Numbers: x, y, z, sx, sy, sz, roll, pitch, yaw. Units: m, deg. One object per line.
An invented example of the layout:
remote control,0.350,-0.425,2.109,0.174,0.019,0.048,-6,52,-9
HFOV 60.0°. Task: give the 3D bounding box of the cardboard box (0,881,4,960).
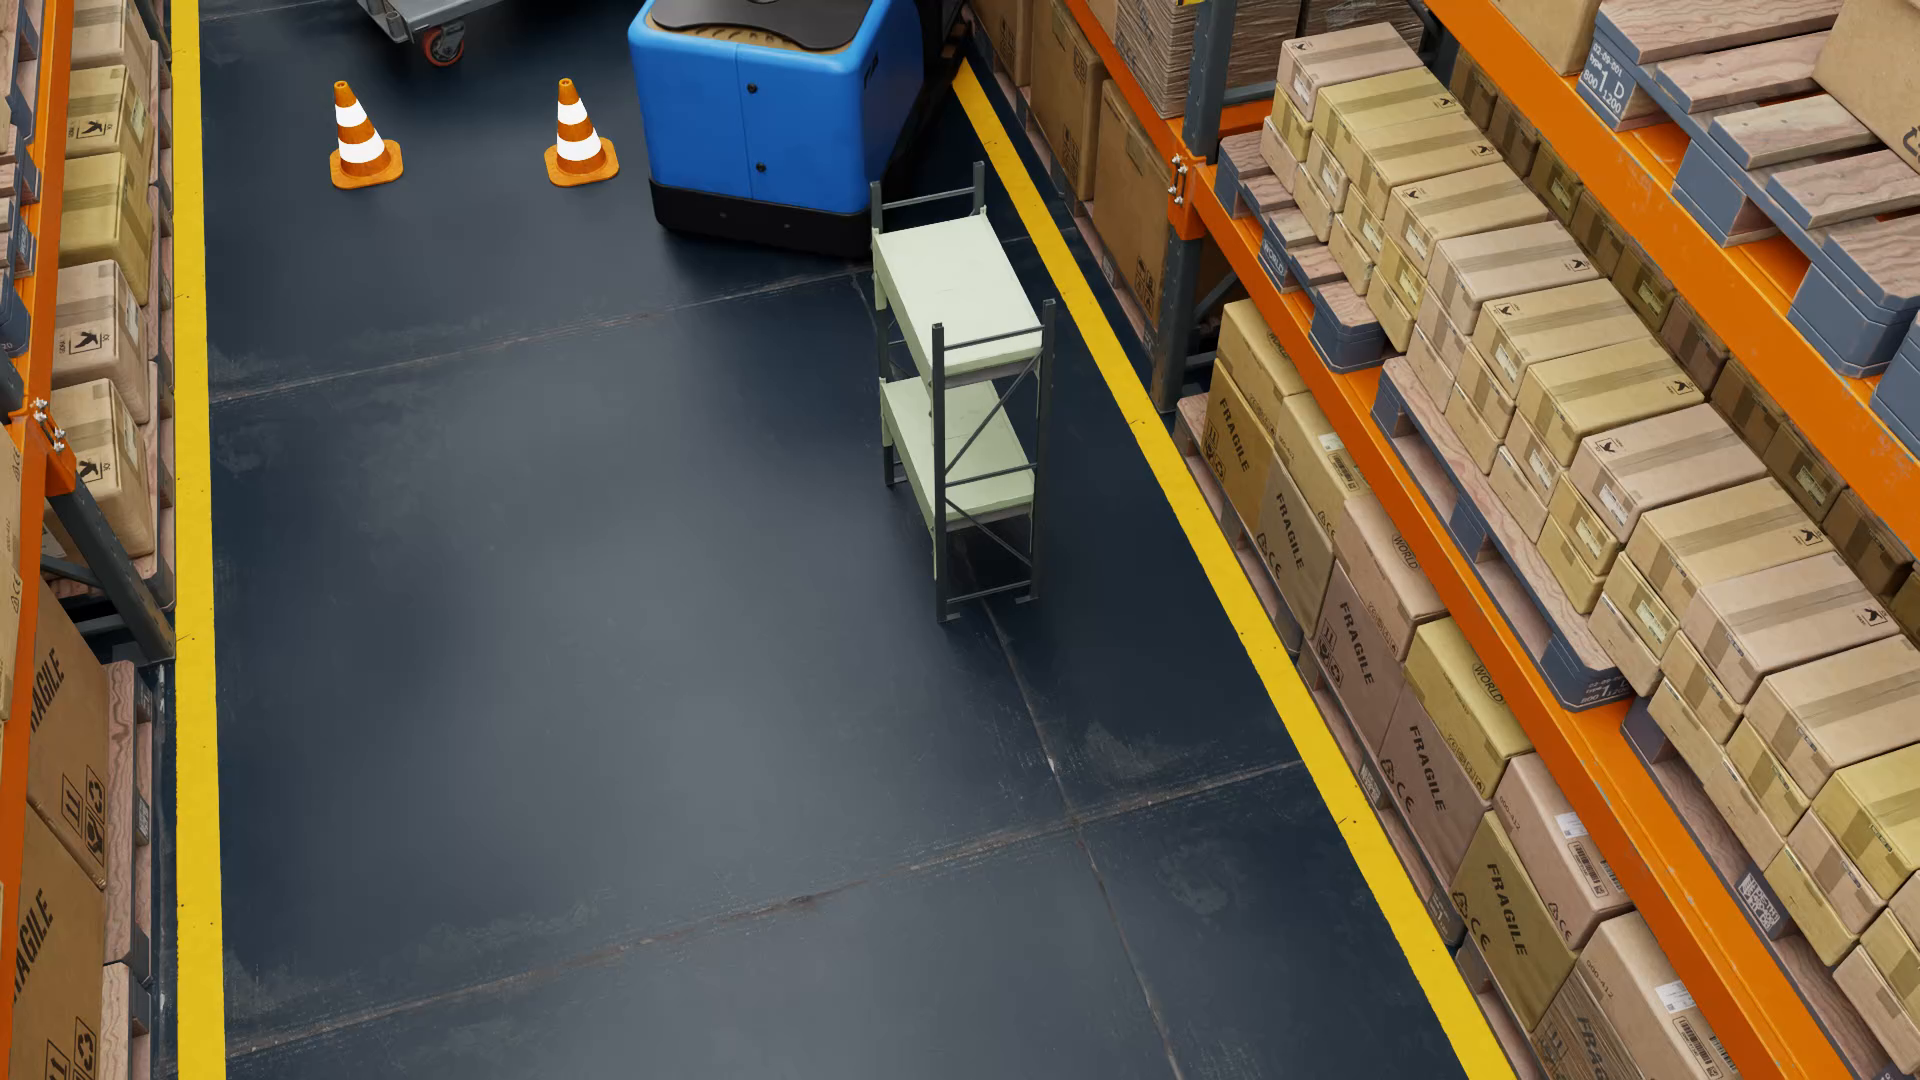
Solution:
cardboard box,-2.526,1.013,3.822,0.500,0.250,0.500,-14,51,-12

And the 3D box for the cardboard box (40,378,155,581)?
cardboard box,-3.558,-0.157,6.154,0.950,0.372,0.625,-16,52,-13

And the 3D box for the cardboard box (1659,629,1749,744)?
cardboard box,1.940,0.306,4.015,0.380,0.149,0.250,-15,51,-12

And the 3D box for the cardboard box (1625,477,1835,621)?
cardboard box,1.874,0.023,4.059,0.380,0.149,0.250,-15,51,-12

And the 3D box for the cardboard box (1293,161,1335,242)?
cardboard box,1.317,-1.132,5.422,0.380,0.149,0.250,-11,51,-9

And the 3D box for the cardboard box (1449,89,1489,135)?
cardboard box,1.883,-1.444,5.685,0.380,0.149,0.250,-13,51,-10

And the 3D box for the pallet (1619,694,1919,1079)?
pallet,2.394,0.746,4.074,1.003,0.211,1.213,-13,51,-11

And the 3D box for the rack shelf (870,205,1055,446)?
rack shelf,-0.002,-0.740,5.672,0.431,0.370,0.720,-13,51,-11

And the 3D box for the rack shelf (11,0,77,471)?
rack shelf,-3.992,-1.682,6.466,1.077,0.370,4.000,-13,51,-11

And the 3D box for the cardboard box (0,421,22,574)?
cardboard box,-3.003,-0.094,4.755,0.500,0.250,0.500,-15,51,-12

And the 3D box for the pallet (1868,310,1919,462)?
pallet,2.400,-0.106,2.828,1.213,0.211,1.003,-13,51,-11

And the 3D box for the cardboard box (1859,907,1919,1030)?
cardboard box,2.175,0.879,3.532,0.380,0.149,0.250,-12,51,-10

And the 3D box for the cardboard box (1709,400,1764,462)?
cardboard box,2.341,-0.308,4.727,0.380,0.149,0.250,-15,52,-13

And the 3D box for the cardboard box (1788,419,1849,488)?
cardboard box,2.421,-0.307,4.337,0.380,0.149,0.250,-12,51,-10

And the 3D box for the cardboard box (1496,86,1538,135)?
cardboard box,1.953,-1.454,5.304,0.380,0.149,0.250,-14,51,-11

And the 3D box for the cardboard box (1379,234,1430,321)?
cardboard box,1.488,-0.822,4.966,0.380,0.149,0.250,-13,51,-11

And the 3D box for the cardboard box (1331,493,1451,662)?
cardboard box,1.555,0.075,5.384,0.500,0.250,0.500,-13,51,-11

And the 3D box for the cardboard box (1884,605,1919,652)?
cardboard box,2.573,0.261,4.248,0.380,0.149,0.250,-13,51,-11

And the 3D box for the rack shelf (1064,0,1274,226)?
rack shelf,0.707,-2.875,7.472,1.077,0.370,4.000,-13,51,-11

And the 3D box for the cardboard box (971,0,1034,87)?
cardboard box,0.666,-2.840,8.168,1.050,0.750,0.750,-13,51,-11

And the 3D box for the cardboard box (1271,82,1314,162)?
cardboard box,1.249,-1.398,5.452,0.380,0.149,0.250,-11,51,-9

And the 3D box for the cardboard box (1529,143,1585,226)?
cardboard box,2.040,-1.153,5.245,0.380,0.149,0.250,-12,51,-10

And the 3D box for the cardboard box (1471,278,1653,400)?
cardboard box,1.640,-0.552,4.543,0.380,0.149,0.250,-12,51,-10

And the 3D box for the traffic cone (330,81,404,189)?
traffic cone,-2.879,-1.968,7.896,0.336,0.463,0.334,-13,51,-11

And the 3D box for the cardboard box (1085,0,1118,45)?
cardboard box,0.762,-2.311,6.461,0.500,0.500,0.500,-13,51,-11

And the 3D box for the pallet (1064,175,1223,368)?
pallet,1.137,-1.340,7.532,1.003,0.211,1.213,-13,51,-11

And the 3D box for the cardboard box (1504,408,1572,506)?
cardboard box,1.715,-0.262,4.494,0.380,0.149,0.250,-12,51,-10

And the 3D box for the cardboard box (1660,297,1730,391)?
cardboard box,2.263,-0.597,4.776,0.380,0.149,0.250,-12,51,-10

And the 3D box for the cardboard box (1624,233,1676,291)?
cardboard box,2.179,-0.891,4.830,0.380,0.149,0.250,-13,51,-11

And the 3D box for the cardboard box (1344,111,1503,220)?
cardboard box,1.400,-1.135,5.035,0.380,0.149,0.250,-14,51,-11

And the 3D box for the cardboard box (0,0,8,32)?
cardboard box,-3.751,-1.979,6.135,0.380,0.149,0.250,-12,51,-10

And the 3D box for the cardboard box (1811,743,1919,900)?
cardboard box,2.096,0.584,3.586,0.380,0.149,0.250,-15,51,-12

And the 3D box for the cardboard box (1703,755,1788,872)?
cardboard box,2.025,0.603,3.959,0.380,0.149,0.250,-13,51,-11

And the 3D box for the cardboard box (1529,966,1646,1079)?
cardboard box,2.021,1.462,4.706,0.500,0.500,0.500,-14,51,-12

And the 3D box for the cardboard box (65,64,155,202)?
cardboard box,-4.210,-1.756,7.502,0.950,0.372,0.625,-10,51,-9

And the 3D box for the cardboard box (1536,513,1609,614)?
cardboard box,1.786,0.025,4.447,0.380,0.149,0.250,-11,51,-9

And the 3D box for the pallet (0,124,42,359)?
pallet,-3.713,-0.888,5.452,1.213,0.211,1.003,-13,51,-11

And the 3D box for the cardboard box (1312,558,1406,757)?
cardboard box,1.572,0.339,5.653,0.500,0.500,0.500,-14,51,-12

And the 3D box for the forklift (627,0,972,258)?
forklift,-0.560,-3.378,7.470,1.130,2.935,3.031,11,51,9

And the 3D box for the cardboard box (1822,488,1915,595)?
cardboard box,2.489,-0.030,4.298,0.380,0.149,0.250,-11,51,-10

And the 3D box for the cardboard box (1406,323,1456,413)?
cardboard box,1.559,-0.545,4.927,0.380,0.149,0.250,-12,51,-10

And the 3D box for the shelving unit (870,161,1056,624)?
shelving unit,-0.002,-0.488,5.970,0.431,1.500,0.755,-13,51,-11

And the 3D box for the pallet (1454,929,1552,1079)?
pallet,2.249,1.606,5.048,1.003,0.211,1.213,-13,51,-11

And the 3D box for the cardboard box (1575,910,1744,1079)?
cardboard box,2.019,1.217,4.422,0.500,0.250,0.500,-15,51,-12

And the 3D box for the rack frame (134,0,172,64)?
rack frame,-4.584,-3.375,7.423,1.000,3.000,0.127,-13,51,-11

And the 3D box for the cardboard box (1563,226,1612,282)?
cardboard box,2.101,-0.892,5.219,0.380,0.149,0.250,-14,51,-11

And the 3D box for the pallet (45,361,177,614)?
pallet,-3.630,-0.126,6.508,1.003,0.211,1.213,-13,51,-11
